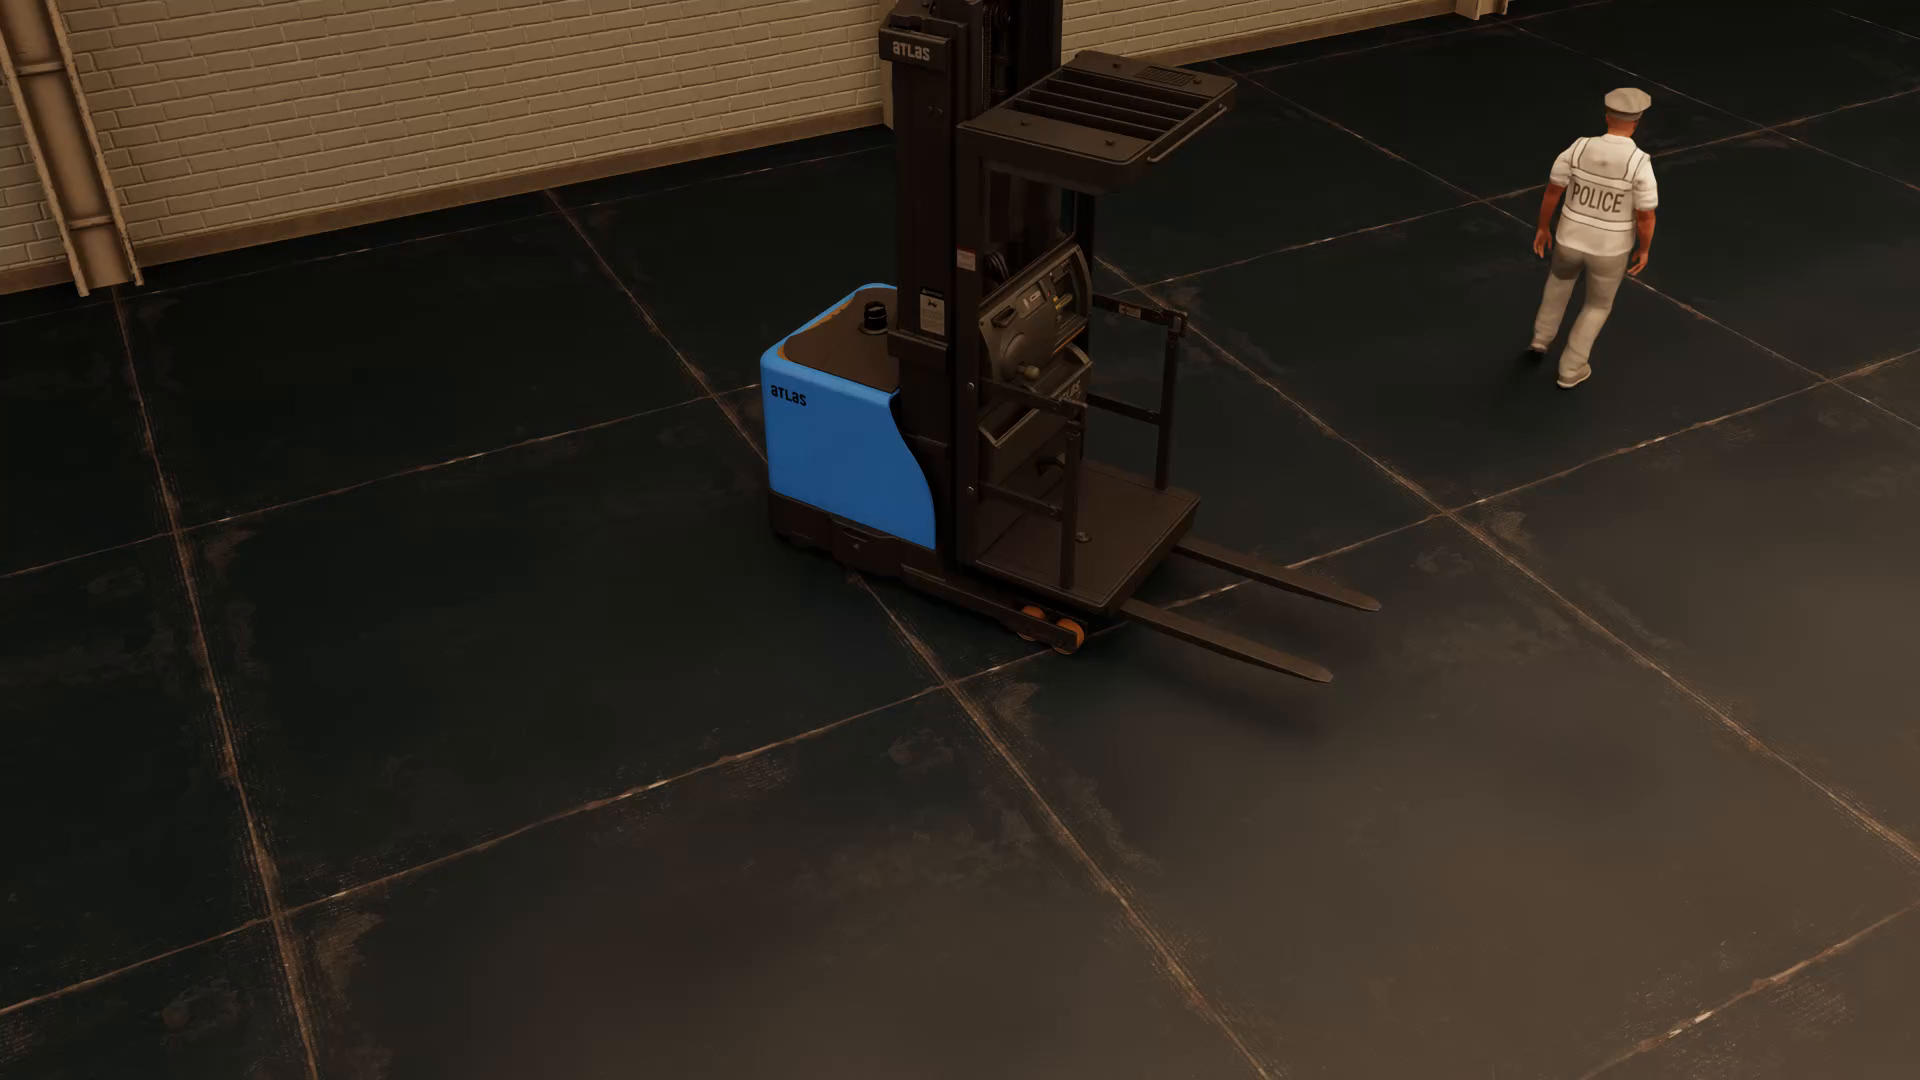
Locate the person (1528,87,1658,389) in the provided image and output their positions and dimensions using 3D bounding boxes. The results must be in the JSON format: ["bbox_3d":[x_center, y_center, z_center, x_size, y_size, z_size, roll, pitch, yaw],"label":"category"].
[{"bbox_3d":[3.687,-1.719,9.662,0.636,1.816,0.510,26,43,32],"label":"person"}]

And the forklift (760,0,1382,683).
[{"bbox_3d":[0.530,-1.007,7.547,3.031,2.935,1.130,20,40,26],"label":"forklift"}]
